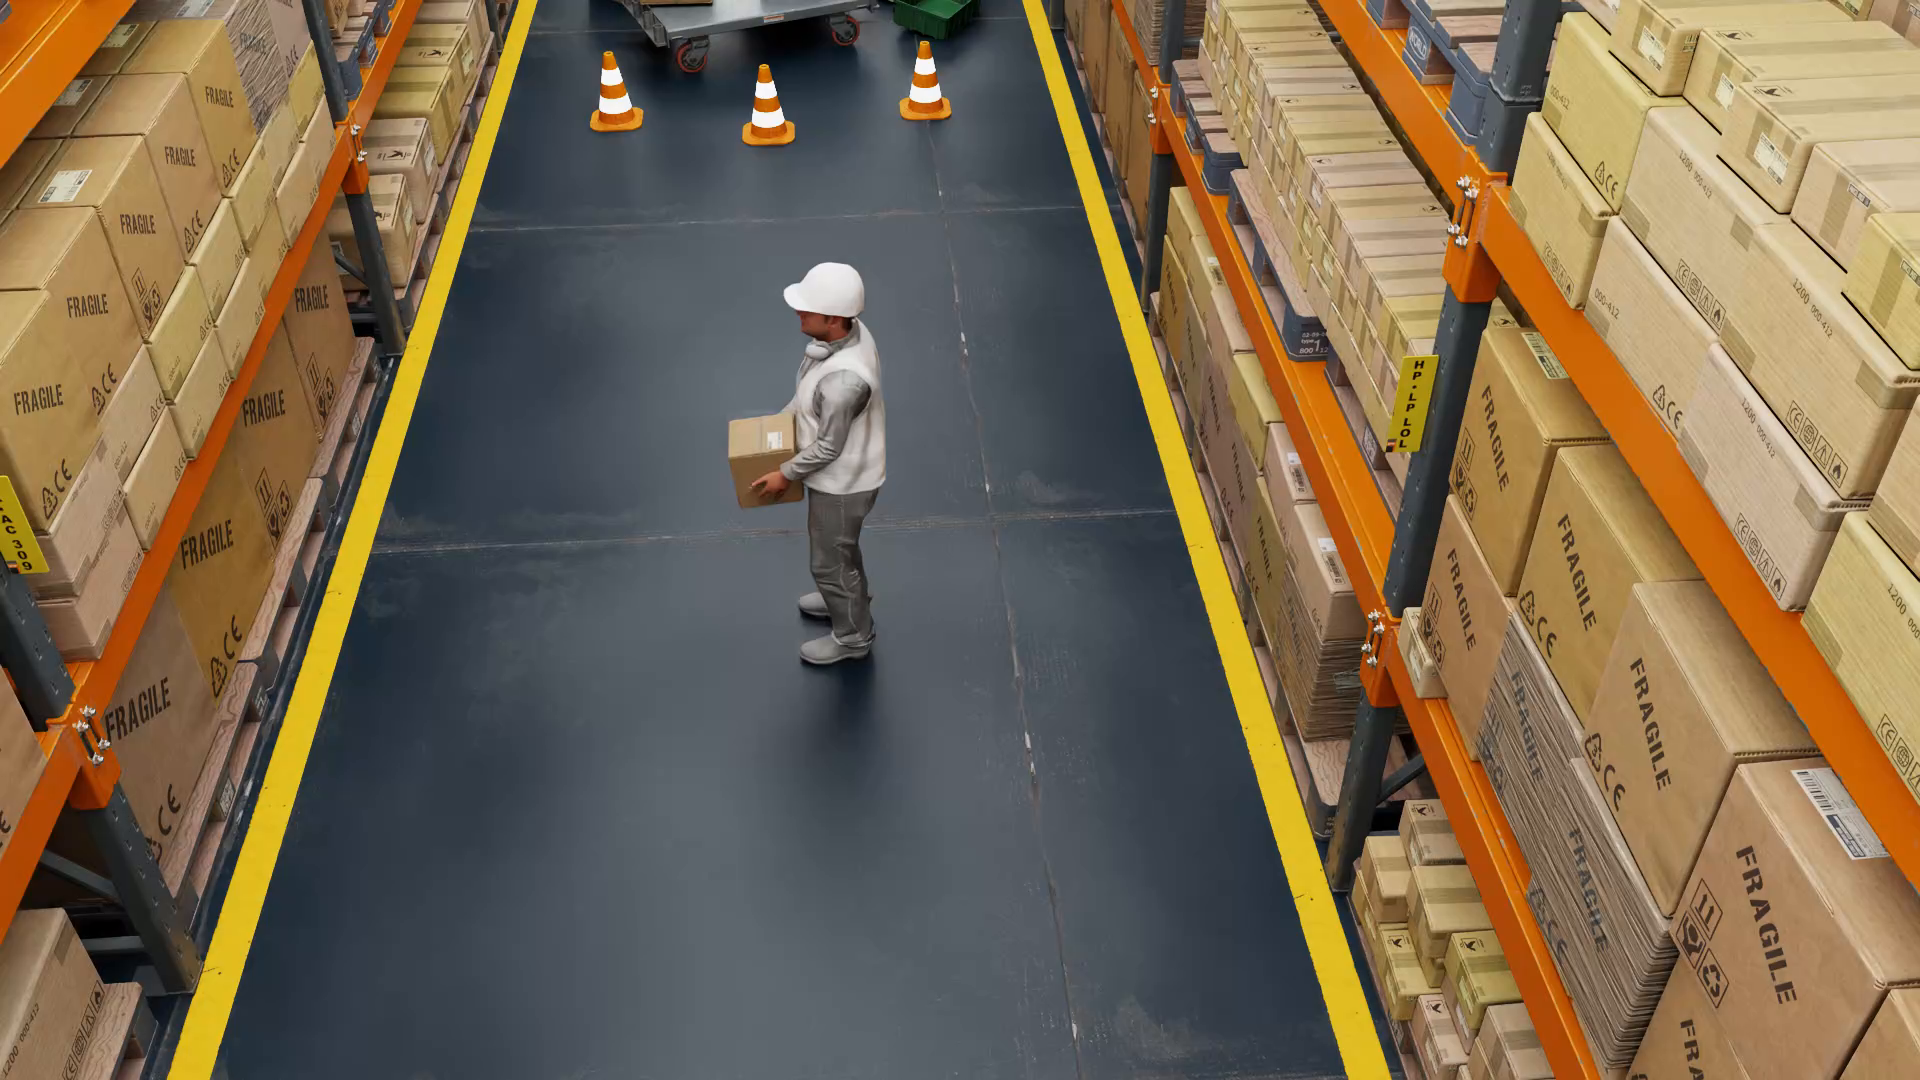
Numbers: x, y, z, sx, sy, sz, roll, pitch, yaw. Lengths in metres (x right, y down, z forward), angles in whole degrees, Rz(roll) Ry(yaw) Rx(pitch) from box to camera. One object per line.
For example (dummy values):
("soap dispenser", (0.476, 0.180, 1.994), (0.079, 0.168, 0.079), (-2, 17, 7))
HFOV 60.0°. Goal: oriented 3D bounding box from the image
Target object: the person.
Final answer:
("person", (-0.546, -0.286, 6.483), (0.522, 1.779, 0.532), (-3, 39, -4))
